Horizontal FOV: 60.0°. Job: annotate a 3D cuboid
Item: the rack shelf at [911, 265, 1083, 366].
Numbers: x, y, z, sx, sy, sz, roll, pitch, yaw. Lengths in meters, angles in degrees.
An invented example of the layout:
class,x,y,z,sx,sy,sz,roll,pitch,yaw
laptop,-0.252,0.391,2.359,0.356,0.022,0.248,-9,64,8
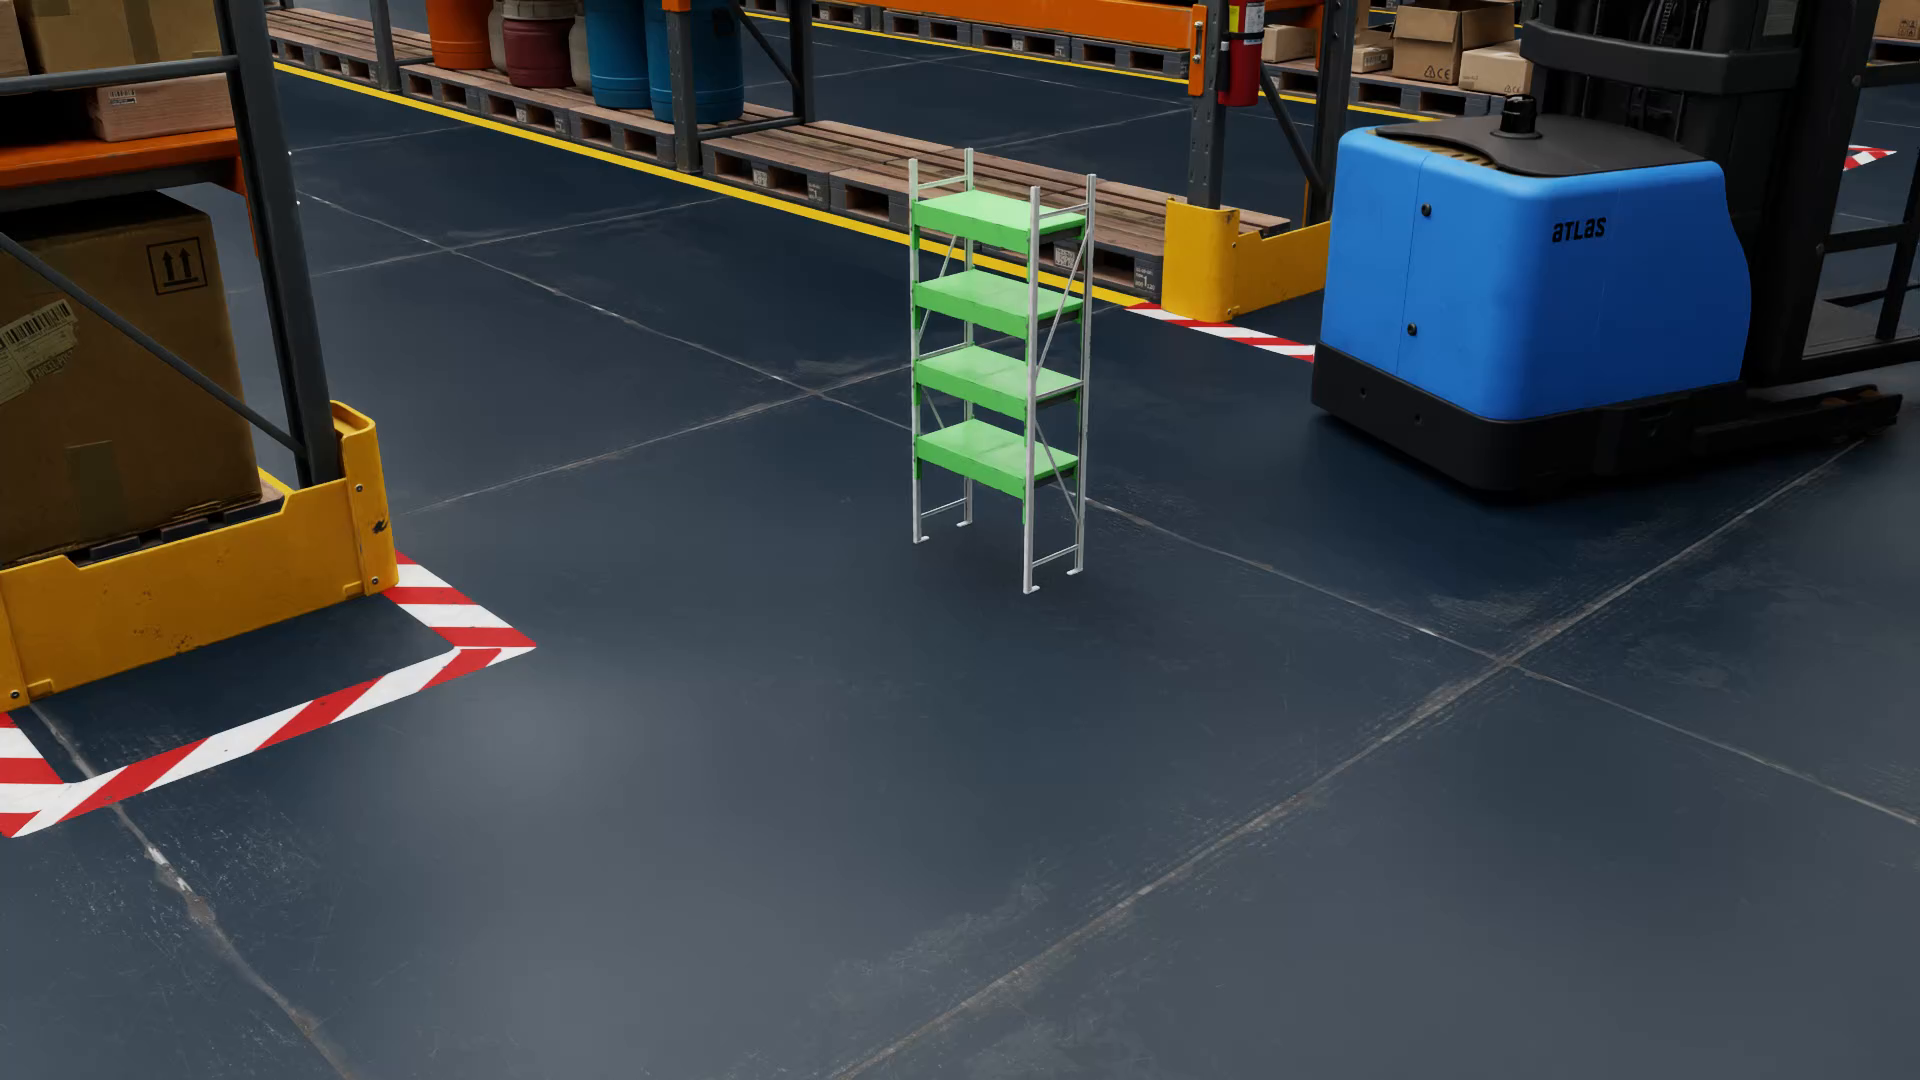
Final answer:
class,x,y,z,sx,sy,sz,roll,pitch,yaw
rack shelf,0.113,-0.656,4.818,0.258,0.148,0.480,-21,32,-38

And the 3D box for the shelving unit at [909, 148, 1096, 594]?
class,x,y,z,sx,sy,sz,roll,pitch,yaw
shelving unit,0.113,-0.496,4.891,0.258,1.200,0.503,-21,32,-38

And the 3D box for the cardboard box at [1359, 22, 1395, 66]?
class,x,y,z,sx,sy,sz,roll,pitch,yaw
cardboard box,3.398,-3.807,12.689,0.500,0.311,0.500,-21,32,-38

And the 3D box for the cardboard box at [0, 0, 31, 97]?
class,x,y,z,sx,sy,sz,roll,pitch,yaw
cardboard box,-2.736,-1.267,4.235,0.500,0.250,0.500,-22,32,-39

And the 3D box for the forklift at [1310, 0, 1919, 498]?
class,x,y,z,sx,sy,sz,roll,pitch,yaw
forklift,2.871,-1.868,5.814,3.031,2.935,1.130,-11,27,-22

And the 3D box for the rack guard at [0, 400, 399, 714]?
class,x,y,z,sx,sy,sz,roll,pitch,yaw
rack guard,-2.195,0.017,4.611,1.175,0.500,0.348,-21,32,-38

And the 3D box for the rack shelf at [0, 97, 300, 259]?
class,x,y,z,sx,sy,sz,roll,pitch,yaw
rack shelf,-3.578,-1.407,5.586,1.077,0.370,4.000,-21,32,-38

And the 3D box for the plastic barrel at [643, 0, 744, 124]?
class,x,y,z,sx,sy,sz,roll,pitch,yaw
plastic barrel,-1.689,-3.151,10.565,0.600,0.901,0.708,-21,32,-38

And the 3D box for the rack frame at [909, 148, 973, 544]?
class,x,y,z,sx,sy,sz,roll,pitch,yaw
rack frame,-0.054,-0.570,5.053,0.240,1.200,0.015,-21,32,-38

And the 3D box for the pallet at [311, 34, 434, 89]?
class,x,y,z,sx,sy,sz,roll,pitch,yaw
pallet,-4.565,-3.934,13.619,1.003,0.211,1.213,-21,32,-38

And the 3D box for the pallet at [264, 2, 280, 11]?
class,x,y,z,sx,sy,sz,roll,pitch,yaw
pallet,-7.226,-5.115,16.209,1.003,0.211,1.213,-21,32,-38

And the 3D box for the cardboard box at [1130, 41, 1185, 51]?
class,x,y,z,sx,sy,sz,roll,pitch,yaw
cardboard box,1.742,-4.280,13.500,0.500,0.500,0.500,-21,32,-39

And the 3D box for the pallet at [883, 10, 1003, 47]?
class,x,y,z,sx,sy,sz,roll,pitch,yaw
pallet,0.037,-4.855,15.639,1.003,0.211,1.213,-21,32,-38

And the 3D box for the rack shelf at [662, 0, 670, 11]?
class,x,y,z,sx,sy,sz,roll,pitch,yaw
rack shelf,-2.697,-4.024,11.323,1.077,0.370,4.000,-21,32,-38

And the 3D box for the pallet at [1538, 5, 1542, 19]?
class,x,y,z,sx,sy,sz,roll,pitch,yaw
pallet,6.365,-5.034,16.031,1.003,0.211,1.213,-21,32,-38

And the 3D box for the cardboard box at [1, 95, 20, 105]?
class,x,y,z,sx,sy,sz,roll,pitch,yaw
cardboard box,-2.744,-1.448,5.114,0.380,0.149,0.250,-22,32,-39

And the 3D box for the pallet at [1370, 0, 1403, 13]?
class,x,y,z,sx,sy,sz,roll,pitch,yaw
pallet,4.481,-5.869,17.860,1.003,0.211,1.213,-21,32,-38

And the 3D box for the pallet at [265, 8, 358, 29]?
class,x,y,z,sx,sy,sz,roll,pitch,yaw
pallet,-6.233,-4.673,15.239,1.003,0.211,1.213,-21,32,-38

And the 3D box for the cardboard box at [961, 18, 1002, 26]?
class,x,y,z,sx,sy,sz,roll,pitch,yaw
cardboard box,0.358,-4.894,14.846,0.500,0.500,0.500,-22,32,-39

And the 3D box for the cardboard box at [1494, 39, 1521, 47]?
class,x,y,z,sx,sy,sz,roll,pitch,yaw
cardboard box,4.174,-3.435,11.947,0.500,0.250,0.500,-21,32,-38

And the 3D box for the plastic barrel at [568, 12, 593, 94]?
class,x,y,z,sx,sy,sz,roll,pitch,yaw
plastic barrel,-2.494,-3.385,11.547,0.421,0.512,0.421,0,25,0

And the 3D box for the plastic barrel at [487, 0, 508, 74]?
class,x,y,z,sx,sy,sz,roll,pitch,yaw
plastic barrel,-3.266,-3.727,12.297,0.421,0.512,0.421,0,25,0

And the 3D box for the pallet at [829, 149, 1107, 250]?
class,x,y,z,sx,sy,sz,roll,pitch,yaw
pallet,0.039,-1.895,9.149,1.003,0.211,1.213,-21,32,-38

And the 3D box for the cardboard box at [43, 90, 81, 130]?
class,x,y,z,sx,sy,sz,roll,pitch,yaw
cardboard box,-2.389,-1.292,4.771,0.380,0.149,0.250,-22,32,-39

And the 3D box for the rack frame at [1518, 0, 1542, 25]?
class,x,y,z,sx,sy,sz,roll,pitch,yaw
rack frame,5.902,-6.555,16.006,1.000,3.000,0.127,-21,32,-38

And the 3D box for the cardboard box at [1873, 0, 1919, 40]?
class,x,y,z,sx,sy,sz,roll,pitch,yaw
cardboard box,8.084,-4.581,14.184,0.700,0.500,0.500,-21,32,-38

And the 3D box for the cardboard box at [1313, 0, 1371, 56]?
class,x,y,z,sx,sy,sz,roll,pitch,yaw
cardboard box,2.885,-4.120,13.148,0.500,0.500,0.500,-21,32,-38

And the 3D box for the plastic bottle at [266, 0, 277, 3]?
class,x,y,z,sx,sy,sz,roll,pitch,yaw
plastic bottle,-6.696,-5.348,16.117,0.097,0.271,0.097,0,25,0

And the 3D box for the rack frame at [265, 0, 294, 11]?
class,x,y,z,sx,sy,sz,roll,pitch,yaw
rack frame,-6.798,-6.169,15.158,1.000,3.000,0.127,-21,32,-38

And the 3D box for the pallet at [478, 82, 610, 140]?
class,x,y,z,sx,sy,sz,roll,pitch,yaw
pallet,-2.665,-3.092,11.773,1.003,0.211,1.213,-21,32,-38

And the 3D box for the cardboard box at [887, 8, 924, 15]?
class,x,y,z,sx,sy,sz,roll,pitch,yaw
cardboard box,-0.343,-5.205,15.527,0.500,0.500,0.500,-20,31,-36

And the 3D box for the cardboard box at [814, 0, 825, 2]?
class,x,y,z,sx,sy,sz,roll,pitch,yaw
cardboard box,-1.338,-5.546,16.601,0.500,0.250,0.500,-22,32,-39

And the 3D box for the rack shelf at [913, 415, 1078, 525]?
class,x,y,z,sx,sy,sz,roll,pitch,yaw
rack shelf,0.113,-0.219,5.017,0.258,0.148,0.480,-21,32,-38

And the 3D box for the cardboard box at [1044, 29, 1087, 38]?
class,x,y,z,sx,sy,sz,roll,pitch,yaw
cardboard box,1.068,-4.584,14.167,0.500,0.500,0.500,-21,32,-38

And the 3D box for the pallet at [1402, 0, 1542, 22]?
class,x,y,z,sx,sy,sz,roll,pitch,yaw
pallet,5.320,-5.499,17.050,1.003,0.211,1.213,-21,32,-38

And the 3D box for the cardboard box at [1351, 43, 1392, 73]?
class,x,y,z,sx,sy,sz,roll,pitch,yaw
cardboard box,3.016,-3.612,12.438,0.380,0.166,0.250,-21,32,-38

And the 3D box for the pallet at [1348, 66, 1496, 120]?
class,x,y,z,sx,sy,sz,roll,pitch,yaw
pallet,3.595,-3.302,12.234,1.003,0.211,1.213,-21,32,-38

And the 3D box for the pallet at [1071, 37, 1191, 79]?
class,x,y,z,sx,sy,sz,roll,pitch,yaw
pallet,1.705,-4.116,14.018,1.003,0.211,1.213,-21,32,-38

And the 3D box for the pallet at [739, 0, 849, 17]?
class,x,y,z,sx,sy,sz,roll,pitch,yaw
pallet,-1.809,-5.722,17.539,1.003,0.211,1.213,-21,32,-38

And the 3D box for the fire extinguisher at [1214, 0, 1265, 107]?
class,x,y,z,sx,sy,sz,roll,pitch,yaw
fire extinguisher,1.176,-2.154,6.899,0.296,0.674,0.183,-21,32,-38

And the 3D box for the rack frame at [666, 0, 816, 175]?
class,x,y,z,sx,sy,sz,roll,pitch,yaw
rack frame,-1.330,-3.745,9.845,1.000,3.000,0.127,-21,32,-38
